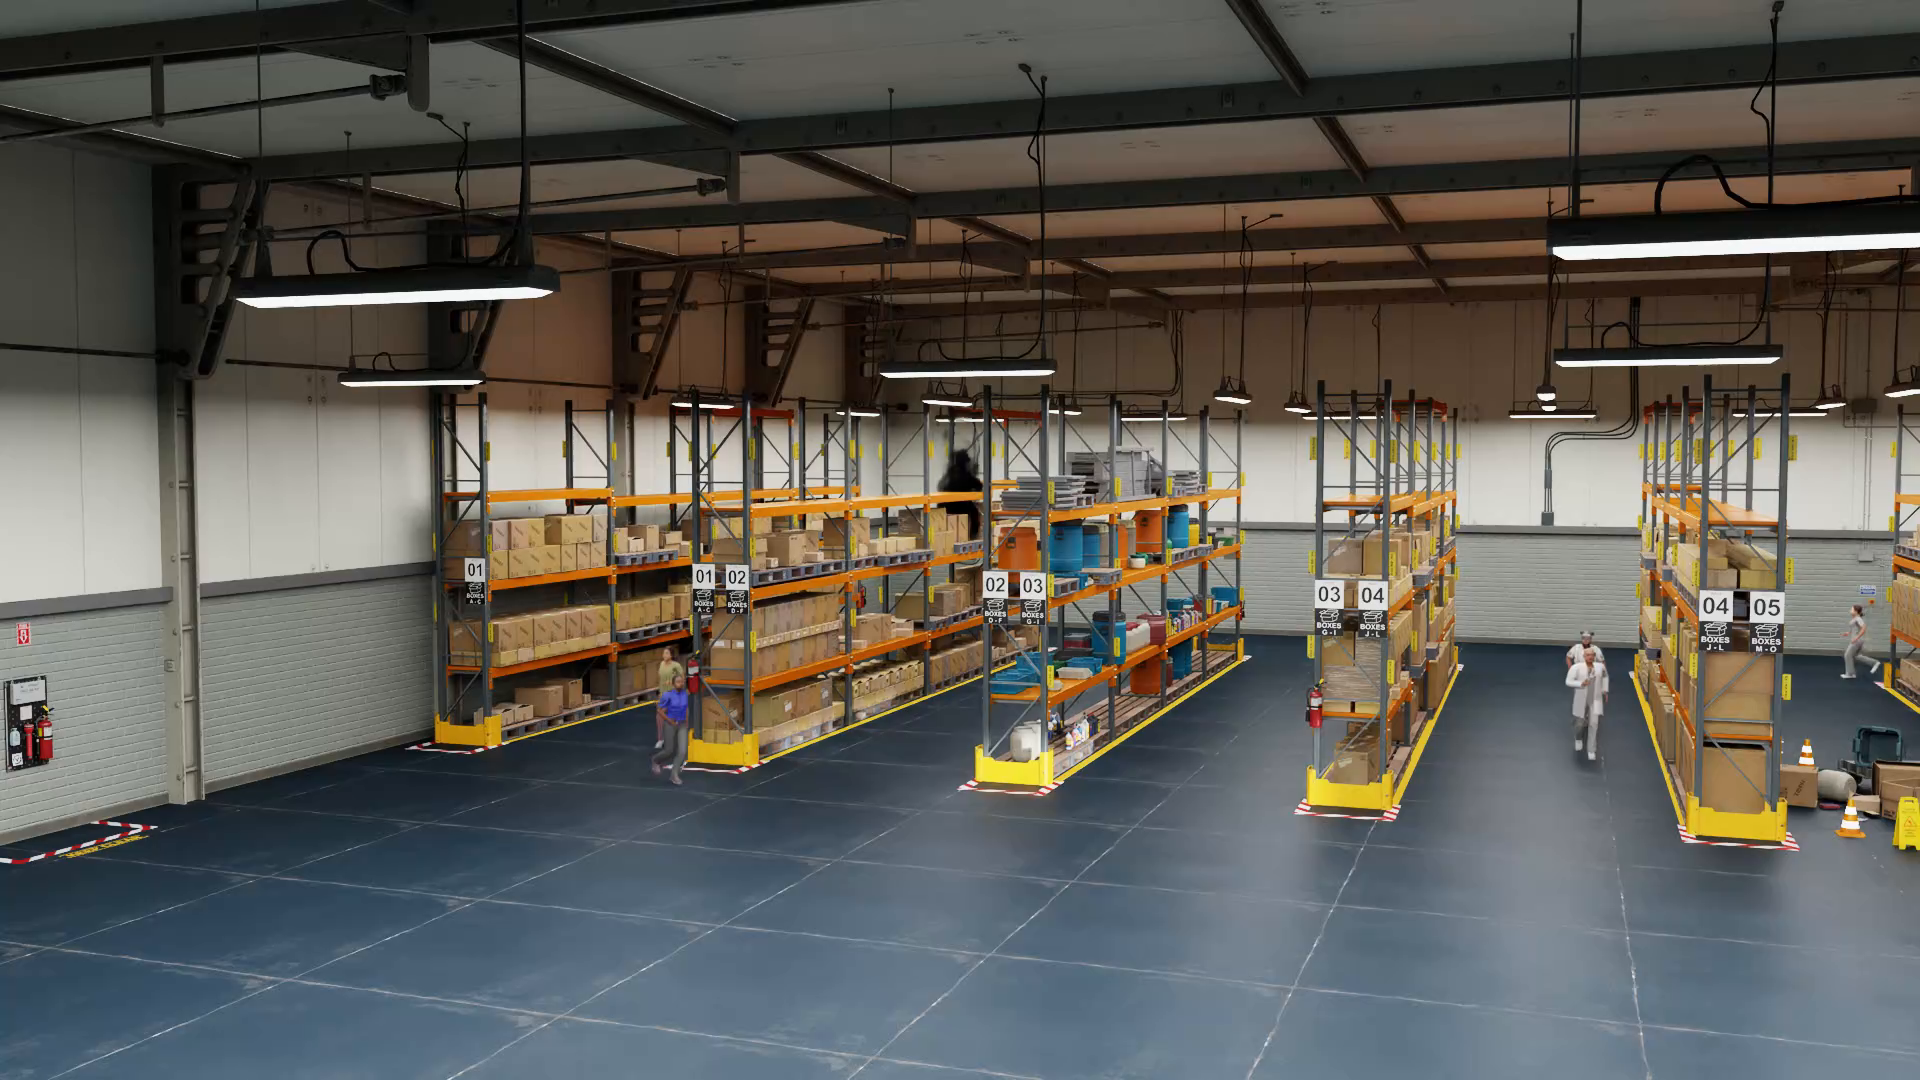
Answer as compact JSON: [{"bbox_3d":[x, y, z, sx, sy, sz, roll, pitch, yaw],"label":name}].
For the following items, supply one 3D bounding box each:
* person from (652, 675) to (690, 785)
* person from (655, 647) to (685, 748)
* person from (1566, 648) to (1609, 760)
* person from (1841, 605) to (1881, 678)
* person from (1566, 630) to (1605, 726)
[{"bbox_3d":[-4.348,2.903,25.292,0.596,1.544,0.691,-3,4,-40],"label":"person"},{"bbox_3d":[-4.926,2.661,28.364,0.567,1.712,0.775,1,3,16],"label":"person"},{"bbox_3d":[10.235,2.680,27.134,0.703,1.673,1.059,1,3,11],"label":"person"},{"bbox_3d":[19.852,2.246,36.614,0.782,1.637,0.552,1,3,25],"label":"person"},{"bbox_3d":[11.385,2.522,30.258,0.662,1.770,0.661,1,3,17],"label":"person"}]
